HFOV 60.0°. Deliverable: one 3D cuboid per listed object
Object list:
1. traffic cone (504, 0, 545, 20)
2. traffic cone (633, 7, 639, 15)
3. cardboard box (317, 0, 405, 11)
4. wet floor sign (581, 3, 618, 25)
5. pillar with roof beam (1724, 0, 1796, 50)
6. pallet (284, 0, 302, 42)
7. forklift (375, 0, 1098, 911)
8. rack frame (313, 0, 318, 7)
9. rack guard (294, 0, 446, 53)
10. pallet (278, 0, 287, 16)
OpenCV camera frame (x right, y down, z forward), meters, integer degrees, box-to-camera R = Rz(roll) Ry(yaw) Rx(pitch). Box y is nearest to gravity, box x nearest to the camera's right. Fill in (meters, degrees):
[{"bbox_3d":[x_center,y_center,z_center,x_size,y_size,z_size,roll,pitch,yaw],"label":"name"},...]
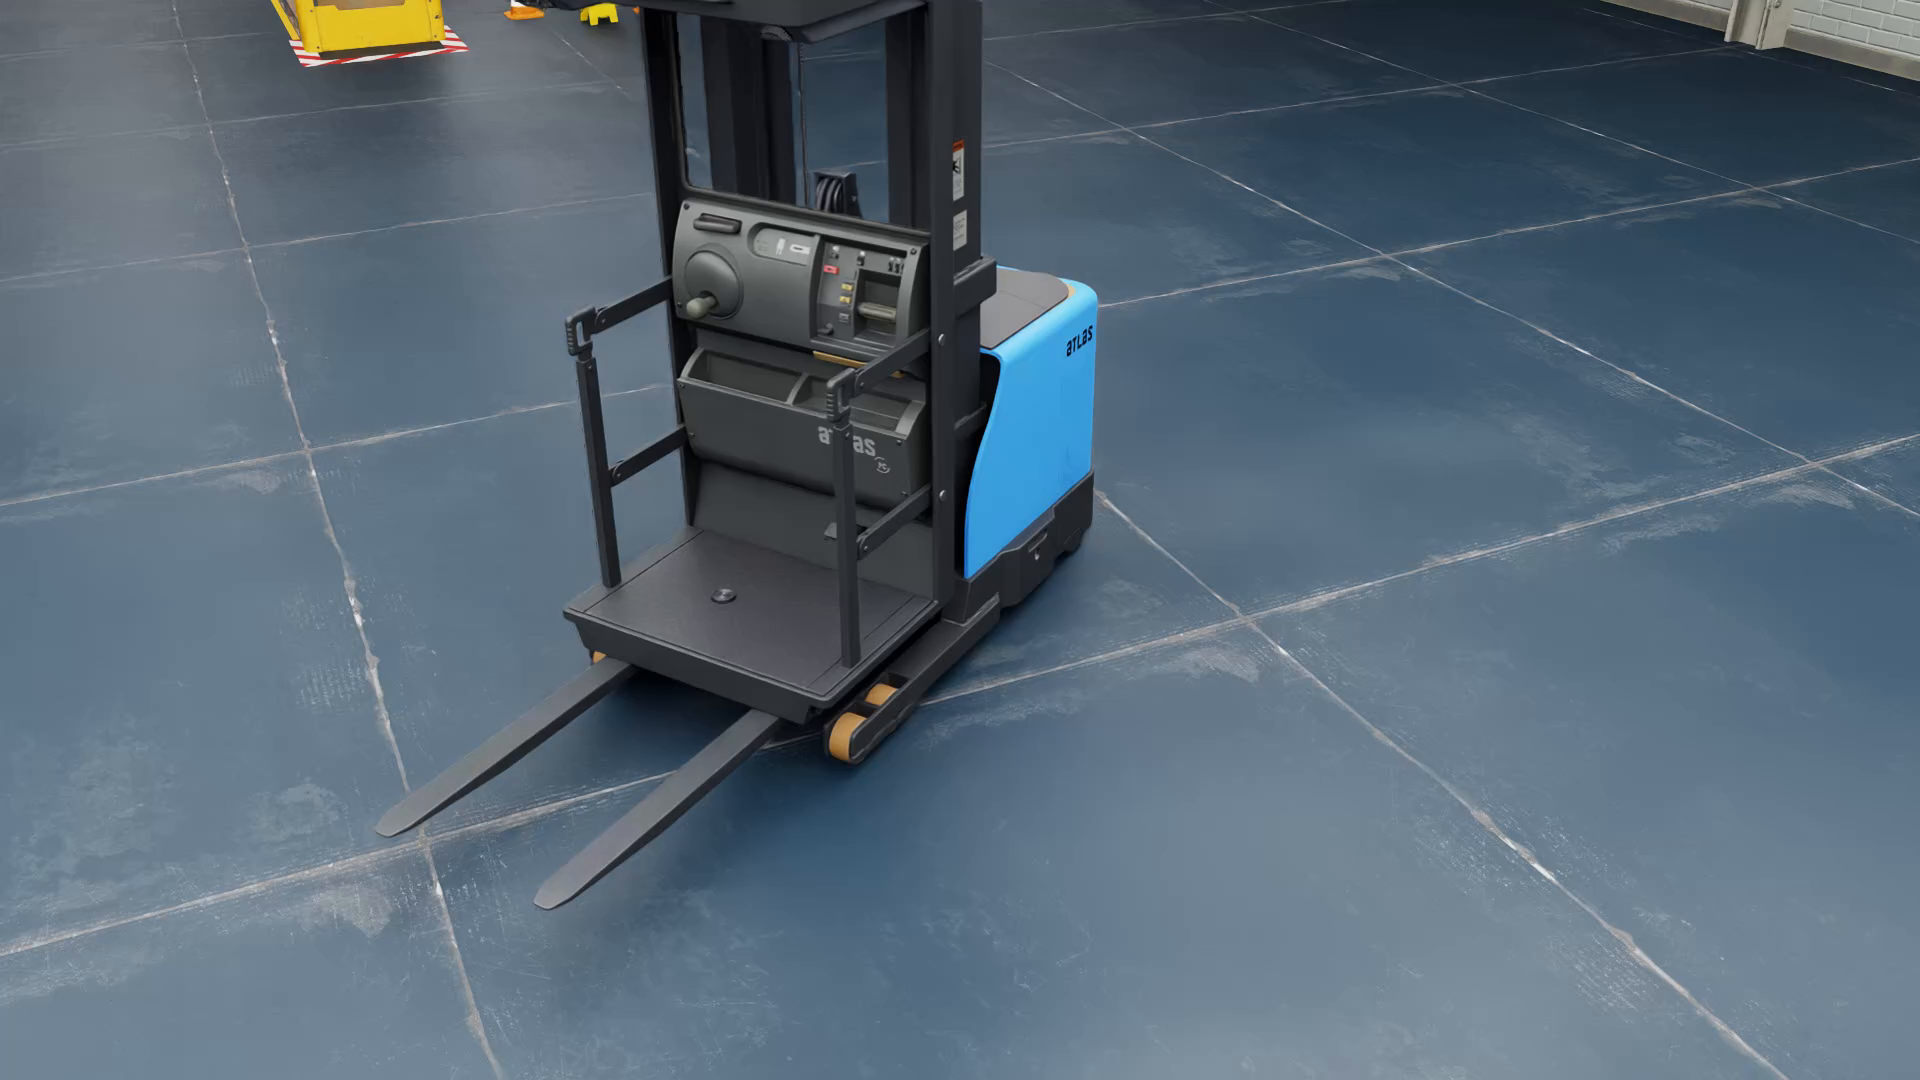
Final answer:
[{"bbox_3d":[-4.045,-5.075,15.327,0.336,0.463,0.334,-13,32,-22],"label":"traffic cone"},{"bbox_3d":[-2.879,-5.162,15.483,0.336,0.463,0.334,-13,32,-22],"label":"traffic cone"},{"bbox_3d":[-5.451,-5.191,14.683,0.875,0.875,0.875,-13,32,-22],"label":"cardboard box"},{"bbox_3d":[-3.299,-5.025,15.051,0.267,0.644,0.232,-19,35,-30],"label":"wet floor sign"},{"bbox_3d":[3.012,-7.336,10.632,9.100,9.000,0.400,-13,32,-22],"label":"pillar with roof beam"},{"bbox_3d":[-5.514,-4.769,15.039,1.003,0.211,1.213,-13,32,-22],"label":"pallet"},{"bbox_3d":[-0.642,-0.803,5.185,1.130,2.935,3.031,16,33,26],"label":"forklift"},{"bbox_3d":[-5.100,-5.649,13.757,1.000,3.000,0.127,-13,32,-22],"label":"rack frame"},{"bbox_3d":[-5.090,-4.548,14.349,1.175,0.500,0.348,-13,32,-22],"label":"rack guard"},{"bbox_3d":[-6.034,-5.307,15.999,1.003,0.211,1.213,-13,32,-22],"label":"pallet"}]
